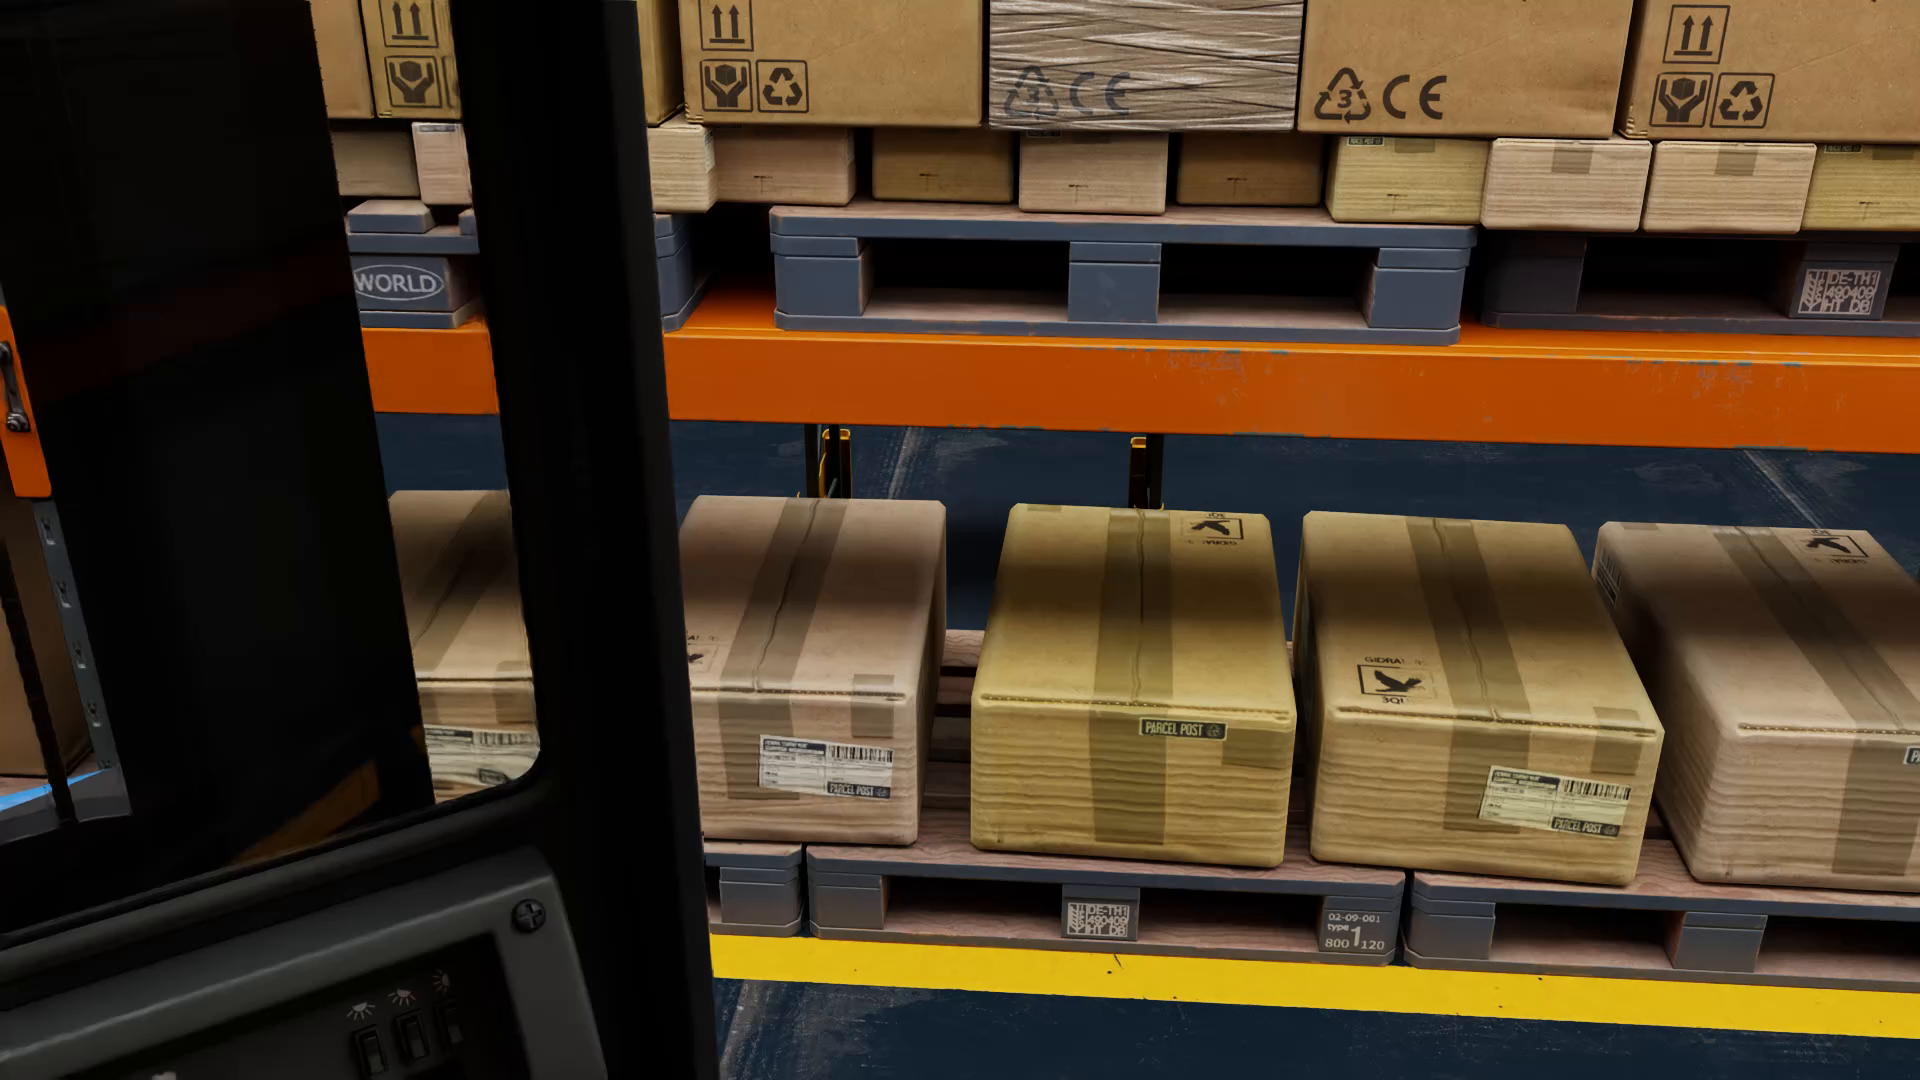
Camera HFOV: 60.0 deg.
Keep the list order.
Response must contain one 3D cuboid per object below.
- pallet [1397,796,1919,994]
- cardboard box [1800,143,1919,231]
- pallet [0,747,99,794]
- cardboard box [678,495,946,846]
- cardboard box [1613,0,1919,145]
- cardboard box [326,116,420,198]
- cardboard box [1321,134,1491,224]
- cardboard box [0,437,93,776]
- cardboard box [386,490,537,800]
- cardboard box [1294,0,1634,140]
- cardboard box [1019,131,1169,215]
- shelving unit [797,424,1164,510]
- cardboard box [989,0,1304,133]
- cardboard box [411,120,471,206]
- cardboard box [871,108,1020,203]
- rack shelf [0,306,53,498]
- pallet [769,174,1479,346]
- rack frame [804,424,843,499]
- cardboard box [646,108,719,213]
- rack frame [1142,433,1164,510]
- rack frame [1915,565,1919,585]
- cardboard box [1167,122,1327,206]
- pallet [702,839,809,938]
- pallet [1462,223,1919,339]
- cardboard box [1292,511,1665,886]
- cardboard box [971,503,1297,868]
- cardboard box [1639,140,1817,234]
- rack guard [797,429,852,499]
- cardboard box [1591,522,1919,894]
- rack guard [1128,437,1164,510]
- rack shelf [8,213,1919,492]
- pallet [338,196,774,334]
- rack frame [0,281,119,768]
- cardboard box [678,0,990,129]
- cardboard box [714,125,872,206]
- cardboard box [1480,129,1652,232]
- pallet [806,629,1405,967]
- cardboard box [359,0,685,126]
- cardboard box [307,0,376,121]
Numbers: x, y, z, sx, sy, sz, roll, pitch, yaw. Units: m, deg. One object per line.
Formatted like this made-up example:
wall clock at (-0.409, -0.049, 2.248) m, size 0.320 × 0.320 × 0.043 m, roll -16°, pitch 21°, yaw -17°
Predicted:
pallet at (1.540, 0.582, 3.733) m, size 1.213 × 0.211 × 1.003 m, roll 2°, pitch 25°, yaw 4°
cardboard box at (1.521, -0.655, 2.882) m, size 0.250 × 0.149 × 0.380 m, roll 1°, pitch 25°, yaw 2°
pallet at (-2.452, 0.421, 4.082) m, size 1.213 × 0.211 × 1.003 m, roll 2°, pitch 25°, yaw 4°
cardboard box at (-0.373, 0.257, 3.745) m, size 0.625 × 0.372 × 0.950 m, roll 1°, pitch 25°, yaw 3°
cardboard box at (1.344, -0.966, 2.784) m, size 0.500 × 0.500 × 0.500 m, roll 2°, pitch 25°, yaw 4°
cardboard box at (-1.083, -0.754, 3.099) m, size 0.250 × 0.149 × 0.380 m, roll 0°, pitch 25°, yaw 1°
cardboard box at (0.766, -0.677, 2.932) m, size 0.250 × 0.149 × 0.380 m, roll 2°, pitch 25°, yaw 4°
cardboard box at (-2.354, -0.071, 3.855) m, size 0.875 × 0.875 × 0.875 m, roll 2°, pitch 25°, yaw 4°
cardboard box at (-1.109, 0.237, 3.789) m, size 0.625 × 0.372 × 0.950 m, roll 0°, pitch 25°, yaw 0°
cardboard box at (0.830, -0.986, 2.825) m, size 0.500 × 0.500 × 0.500 m, roll 3°, pitch 25°, yaw 6°
cardboard box at (0.246, -0.706, 2.993) m, size 0.250 × 0.149 × 0.380 m, roll 3°, pitch 25°, yaw 6°
shelving unit at (0.076, -0.679, 4.931) m, size 1.083 × 1.500 × 0.587 m, roll 2°, pitch 25°, yaw 4°
cardboard box at (0.307, -1.002, 2.861) m, size 0.500 × 0.500 × 0.500 m, roll 1°, pitch 25°, yaw 2°
cardboard box at (-0.813, -0.726, 3.038) m, size 0.250 × 0.149 × 0.380 m, roll 0°, pitch 25°, yaw 1°
cardboard box at (-0.010, -0.741, 3.070) m, size 0.250 × 0.149 × 0.380 m, roll 3°, pitch 25°, yaw 6°
rack shelf at (-3.666, -0.526, 3.665) m, size 4.000 × 0.370 × 1.077 m, roll 2°, pitch 25°, yaw 4°
pallet at (0.305, -0.655, 3.315) m, size 1.213 × 0.211 × 1.003 m, roll 2°, pitch 25°, yaw 4°
rack frame at (-0.422, -0.695, 4.966) m, size 0.032 × 1.500 × 0.500 m, roll 2°, pitch 25°, yaw 4°
cardboard box at (-0.541, -0.709, 3.001) m, size 0.250 × 0.149 × 0.380 m, roll 2°, pitch 25°, yaw 4°
rack frame at (0.592, -0.662, 4.895) m, size 0.032 × 1.500 × 0.500 m, roll 2°, pitch 25°, yaw 4°
rack frame at (2.316, -0.661, 3.097) m, size 0.127 × 3.000 × 1.000 m, roll 2°, pitch 25°, yaw 4°
cardboard box at (0.511, -0.729, 3.043) m, size 0.250 × 0.149 × 0.380 m, roll 1°, pitch 25°, yaw 2°
pallet at (-0.893, 0.504, 3.903) m, size 1.213 × 0.211 × 1.003 m, roll 2°, pitch 25°, yaw 4°
pallet at (1.566, -0.659, 3.322) m, size 1.213 × 0.211 × 1.003 m, roll 2°, pitch 25°, yaw 4°
cardboard box at (1.076, 0.305, 3.640) m, size 0.625 × 0.372 × 0.950 m, roll 3°, pitch 25°, yaw 7°
cardboard box at (0.383, 0.283, 3.687) m, size 0.625 × 0.372 × 0.950 m, roll 3°, pitch 25°, yaw 6°
cardboard box at (1.261, -0.648, 2.868) m, size 0.250 × 0.149 × 0.380 m, roll 1°, pitch 25°, yaw 3°
rack guard at (-0.421, -0.127, 5.227) m, size 0.087 × 0.250 × 0.587 m, roll 2°, pitch 25°, yaw 4°
cardboard box at (1.793, 0.327, 3.593) m, size 0.625 × 0.372 × 0.950 m, roll 2°, pitch 25°, yaw 5°
rack guard at (0.573, -0.095, 5.158) m, size 0.087 × 0.250 × 0.587 m, roll 2°, pitch 25°, yaw 4°
rack shelf at (0.322, -0.398, 3.387) m, size 4.000 × 0.370 × 1.077 m, roll 2°, pitch 25°, yaw 4°
pallet at (-0.953, -0.723, 3.463) m, size 1.003 × 0.211 × 1.213 m, roll 2°, pitch 25°, yaw 4°
rack frame at (-1.672, -0.789, 3.376) m, size 0.127 × 3.000 × 1.000 m, roll 2°, pitch 25°, yaw 4°
cardboard box at (-0.191, -1.021, 2.903) m, size 0.500 × 0.500 × 0.500 m, roll 2°, pitch 25°, yaw 5°
cardboard box at (-0.294, -0.734, 3.054) m, size 0.250 × 0.149 × 0.380 m, roll 3°, pitch 25°, yaw 7°
cardboard box at (1.007, -0.654, 2.882) m, size 0.250 × 0.149 × 0.380 m, roll 2°, pitch 25°, yaw 4°
pallet at (0.320, 0.544, 3.816) m, size 1.213 × 0.211 × 1.003 m, roll 2°, pitch 25°, yaw 4°
cardboard box at (-0.721, -1.035, 2.934) m, size 0.500 × 0.500 × 0.500 m, roll 3°, pitch 25°, yaw 7°
cardboard box at (-1.241, -1.049, 2.964) m, size 0.500 × 0.500 × 0.500 m, roll 1°, pitch 25°, yaw 3°
